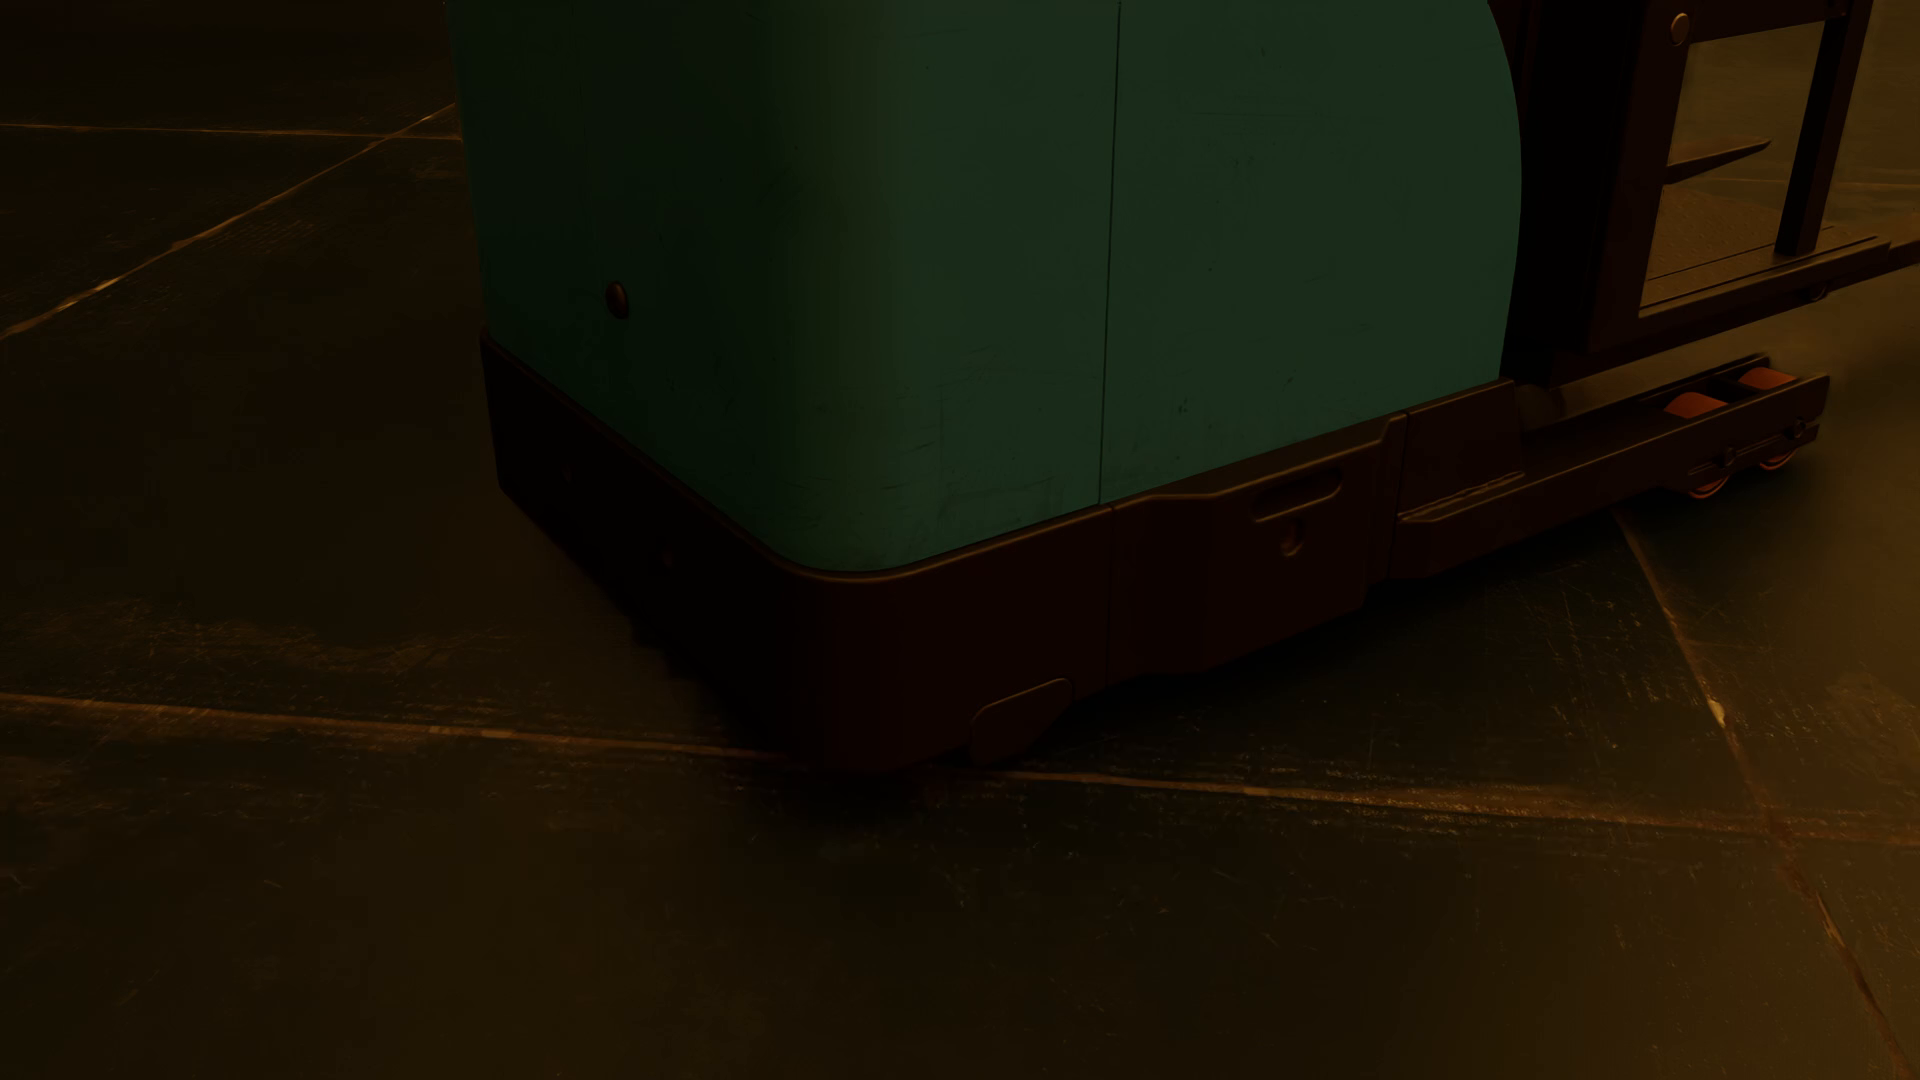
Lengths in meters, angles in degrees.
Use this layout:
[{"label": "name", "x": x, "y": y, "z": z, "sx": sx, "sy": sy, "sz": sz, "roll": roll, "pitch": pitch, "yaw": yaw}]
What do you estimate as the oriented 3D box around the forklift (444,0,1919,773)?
[{"label": "forklift", "x": 0.802, "y": -1.551, "z": 2.326, "sx": 3.031, "sy": 2.935, "sz": 1.130, "roll": -17, "pitch": 31, "yaw": -31}]
